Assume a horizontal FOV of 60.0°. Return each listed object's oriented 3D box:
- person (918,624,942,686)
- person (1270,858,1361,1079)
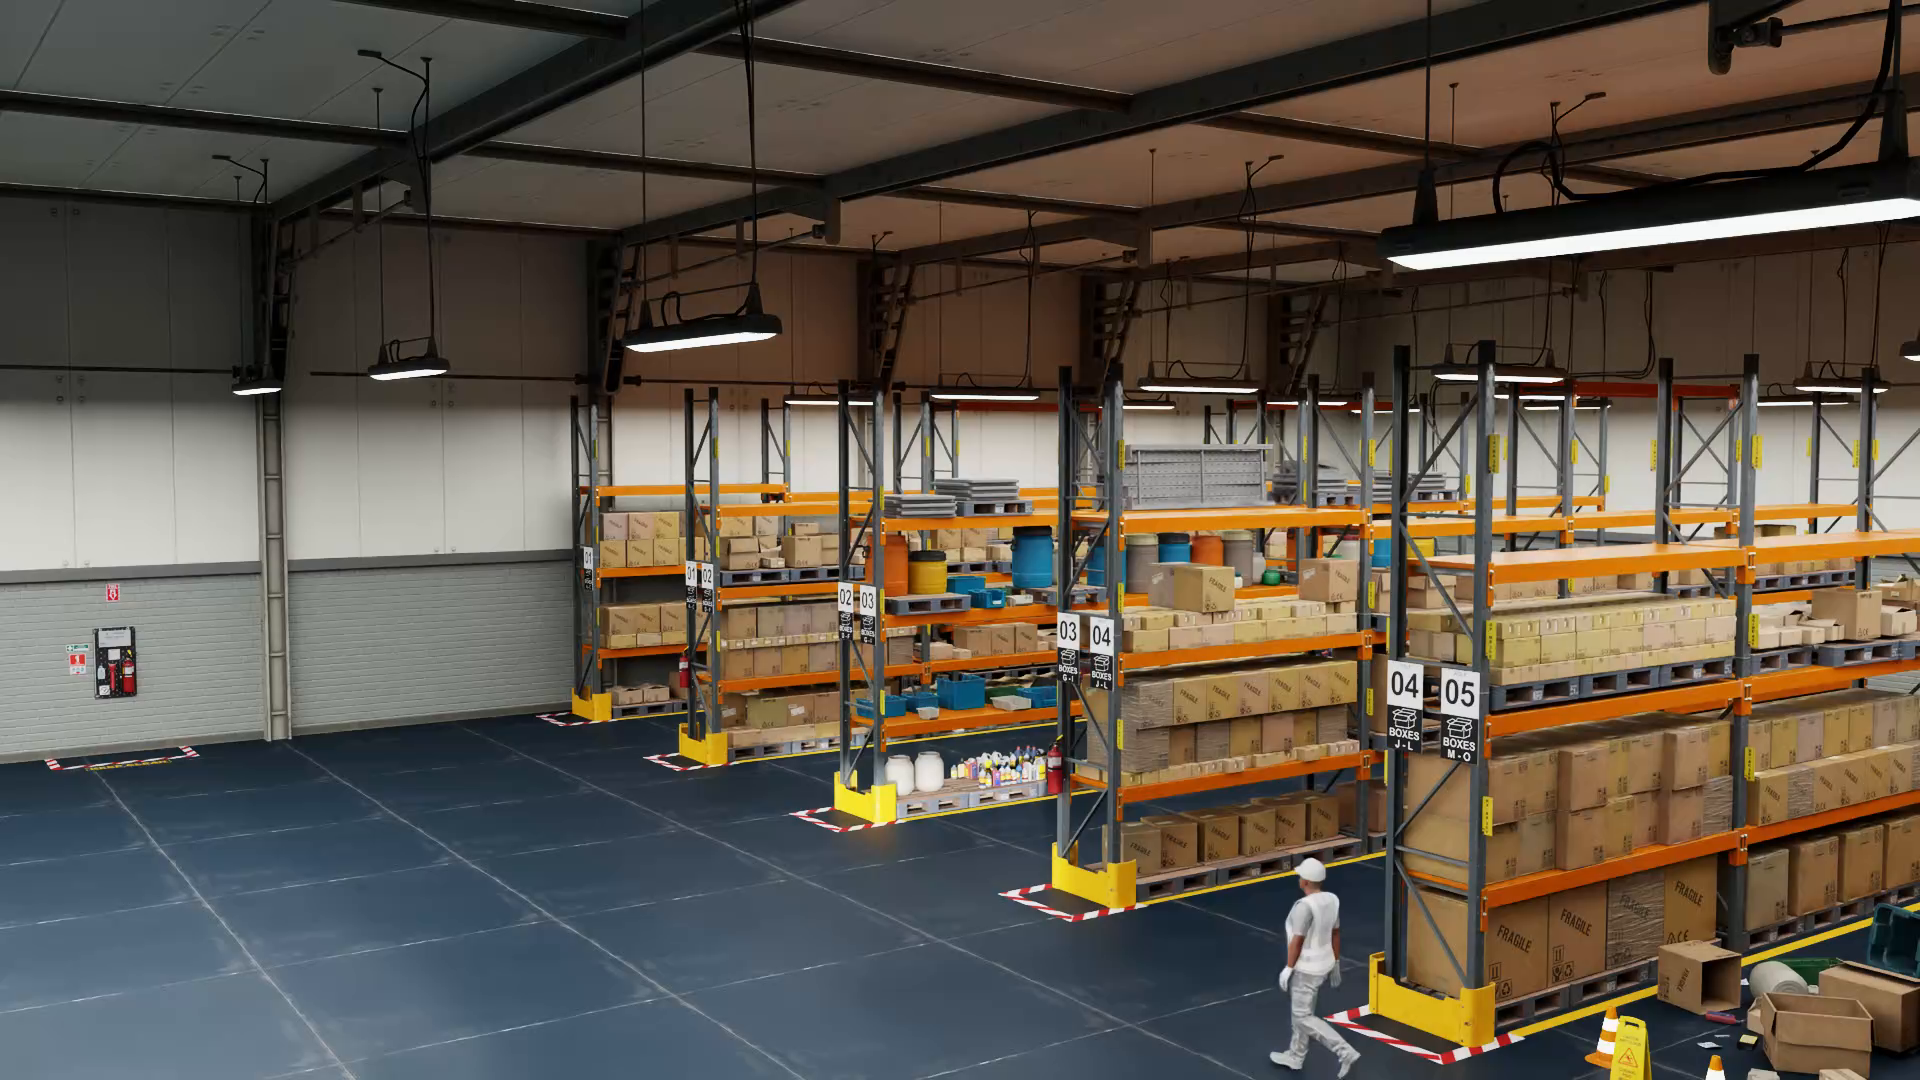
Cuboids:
[{"bbox_3d":[-0.562,2.088,32.564,0.525,1.706,0.519,0,3,1],"label":"person"},{"bbox_3d":[2.876,3.465,13.455,0.857,1.775,0.535,2,4,33],"label":"person"}]
